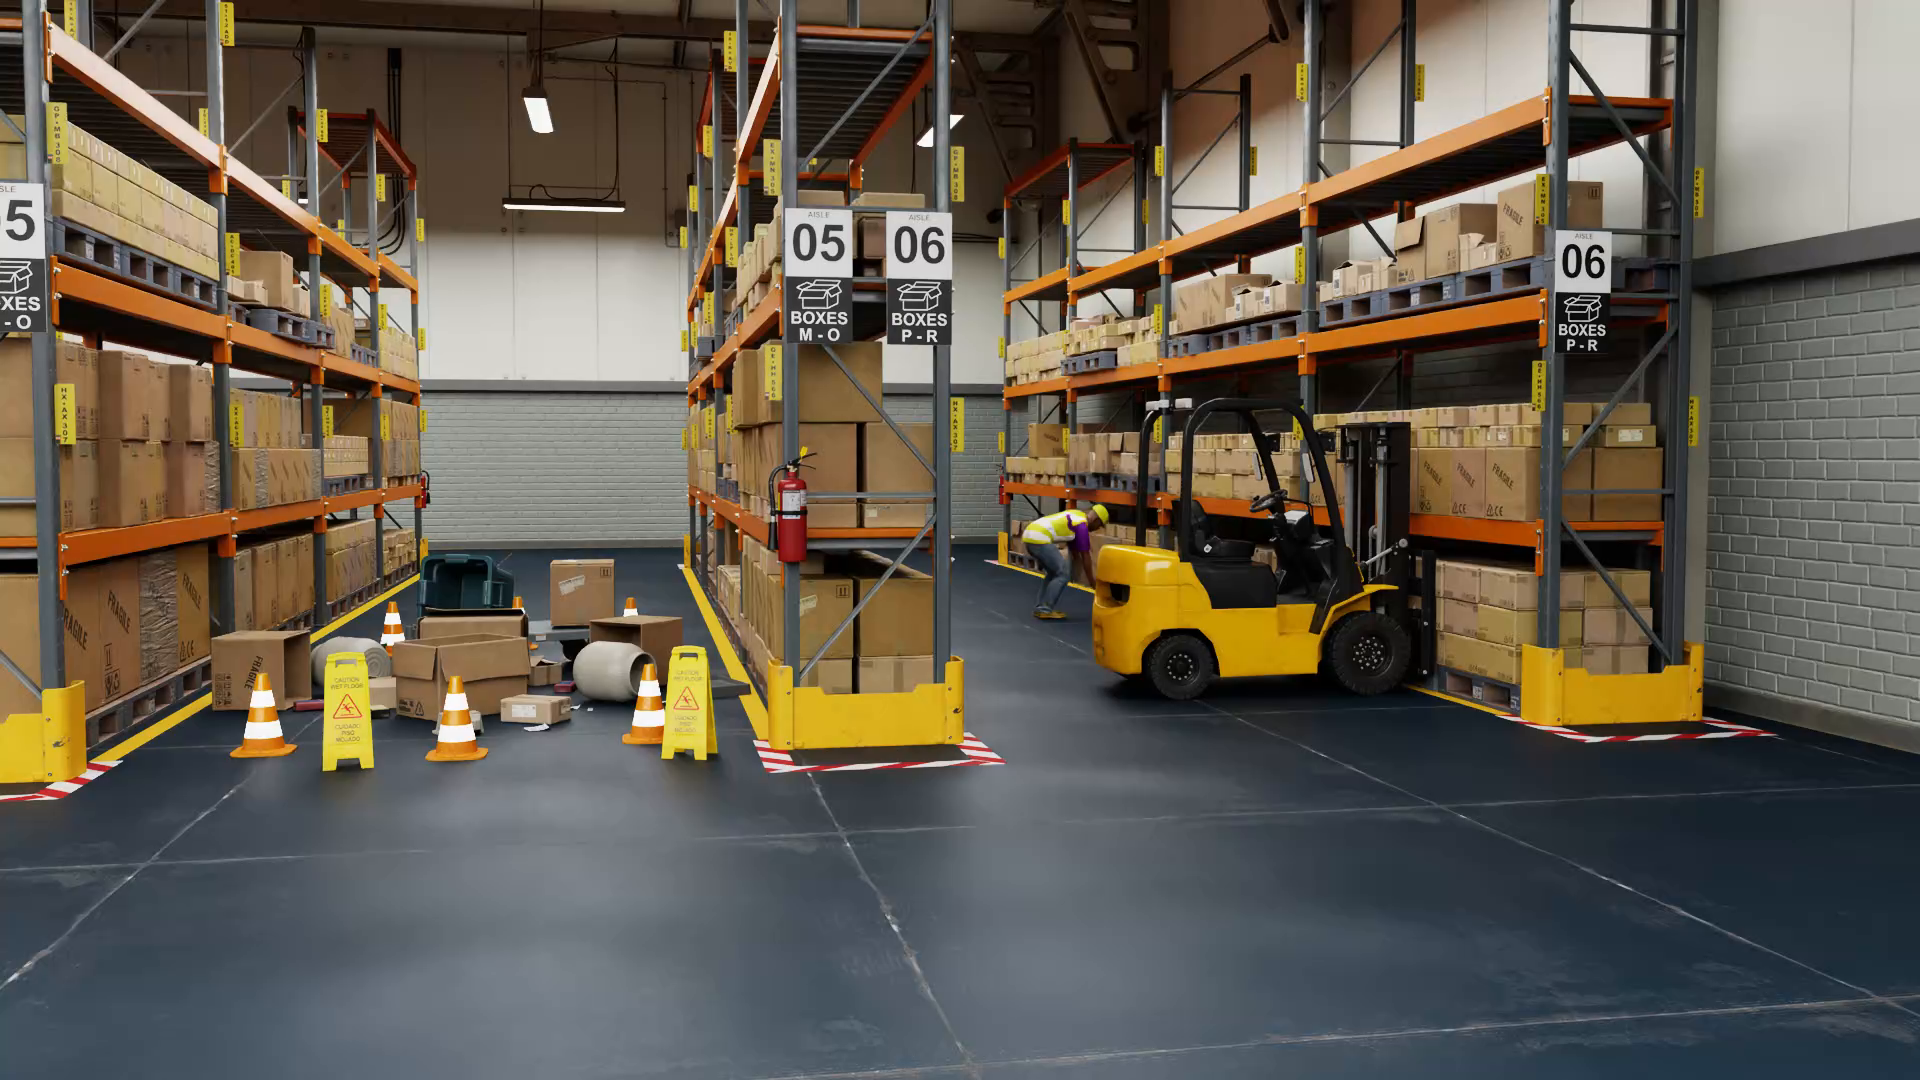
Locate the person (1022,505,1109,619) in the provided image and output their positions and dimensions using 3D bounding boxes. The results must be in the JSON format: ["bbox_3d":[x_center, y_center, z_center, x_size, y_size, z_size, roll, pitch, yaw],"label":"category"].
[{"bbox_3d":[1.142,0.227,17.847,0.950,1.208,0.499,-1,3,-14],"label":"person"}]
